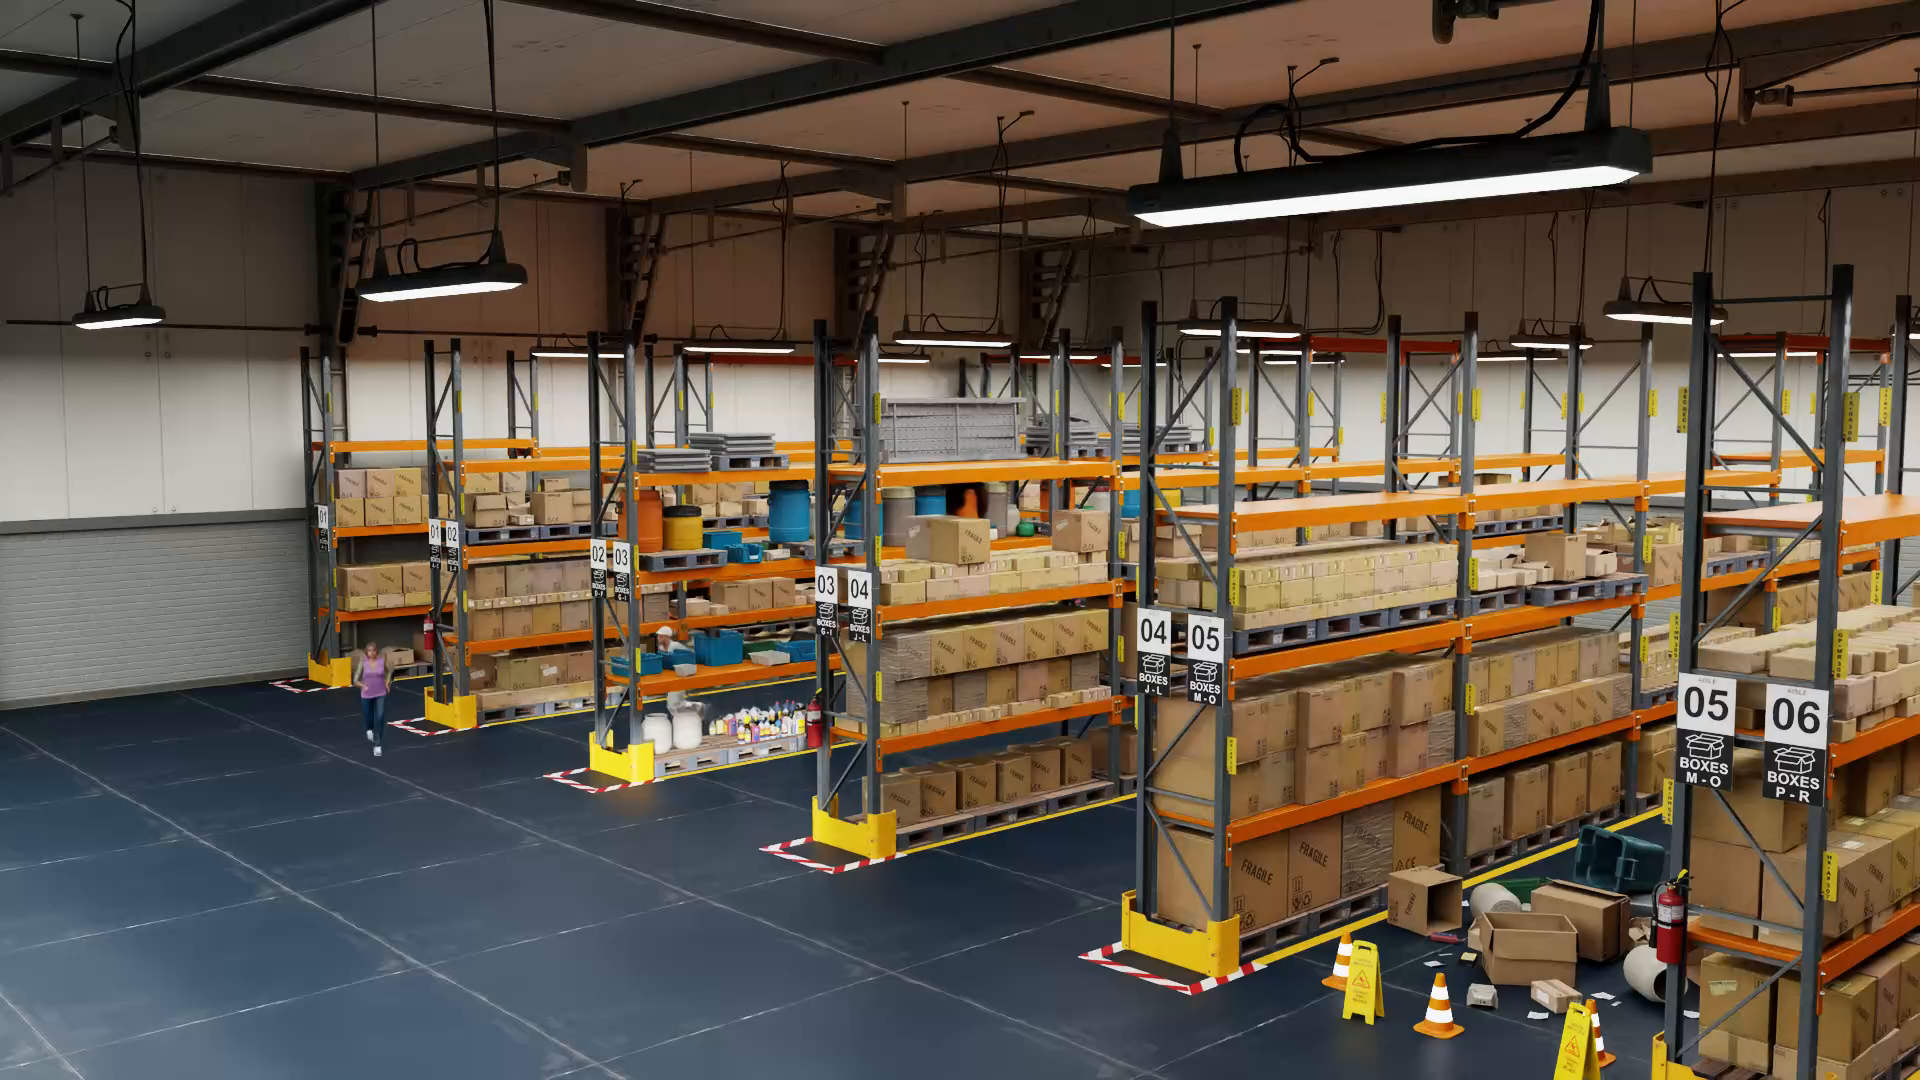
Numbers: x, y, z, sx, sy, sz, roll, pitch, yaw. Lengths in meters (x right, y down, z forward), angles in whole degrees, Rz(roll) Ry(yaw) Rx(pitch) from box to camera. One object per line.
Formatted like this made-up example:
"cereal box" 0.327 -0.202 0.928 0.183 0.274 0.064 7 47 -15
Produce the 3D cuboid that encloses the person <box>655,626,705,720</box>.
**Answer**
"person" -4.218 2.130 25.031 0.780 1.710 0.654 -3 6 -32

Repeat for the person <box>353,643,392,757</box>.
"person" -8.452 2.268 23.970 0.538 1.599 0.814 -2 5 -23
